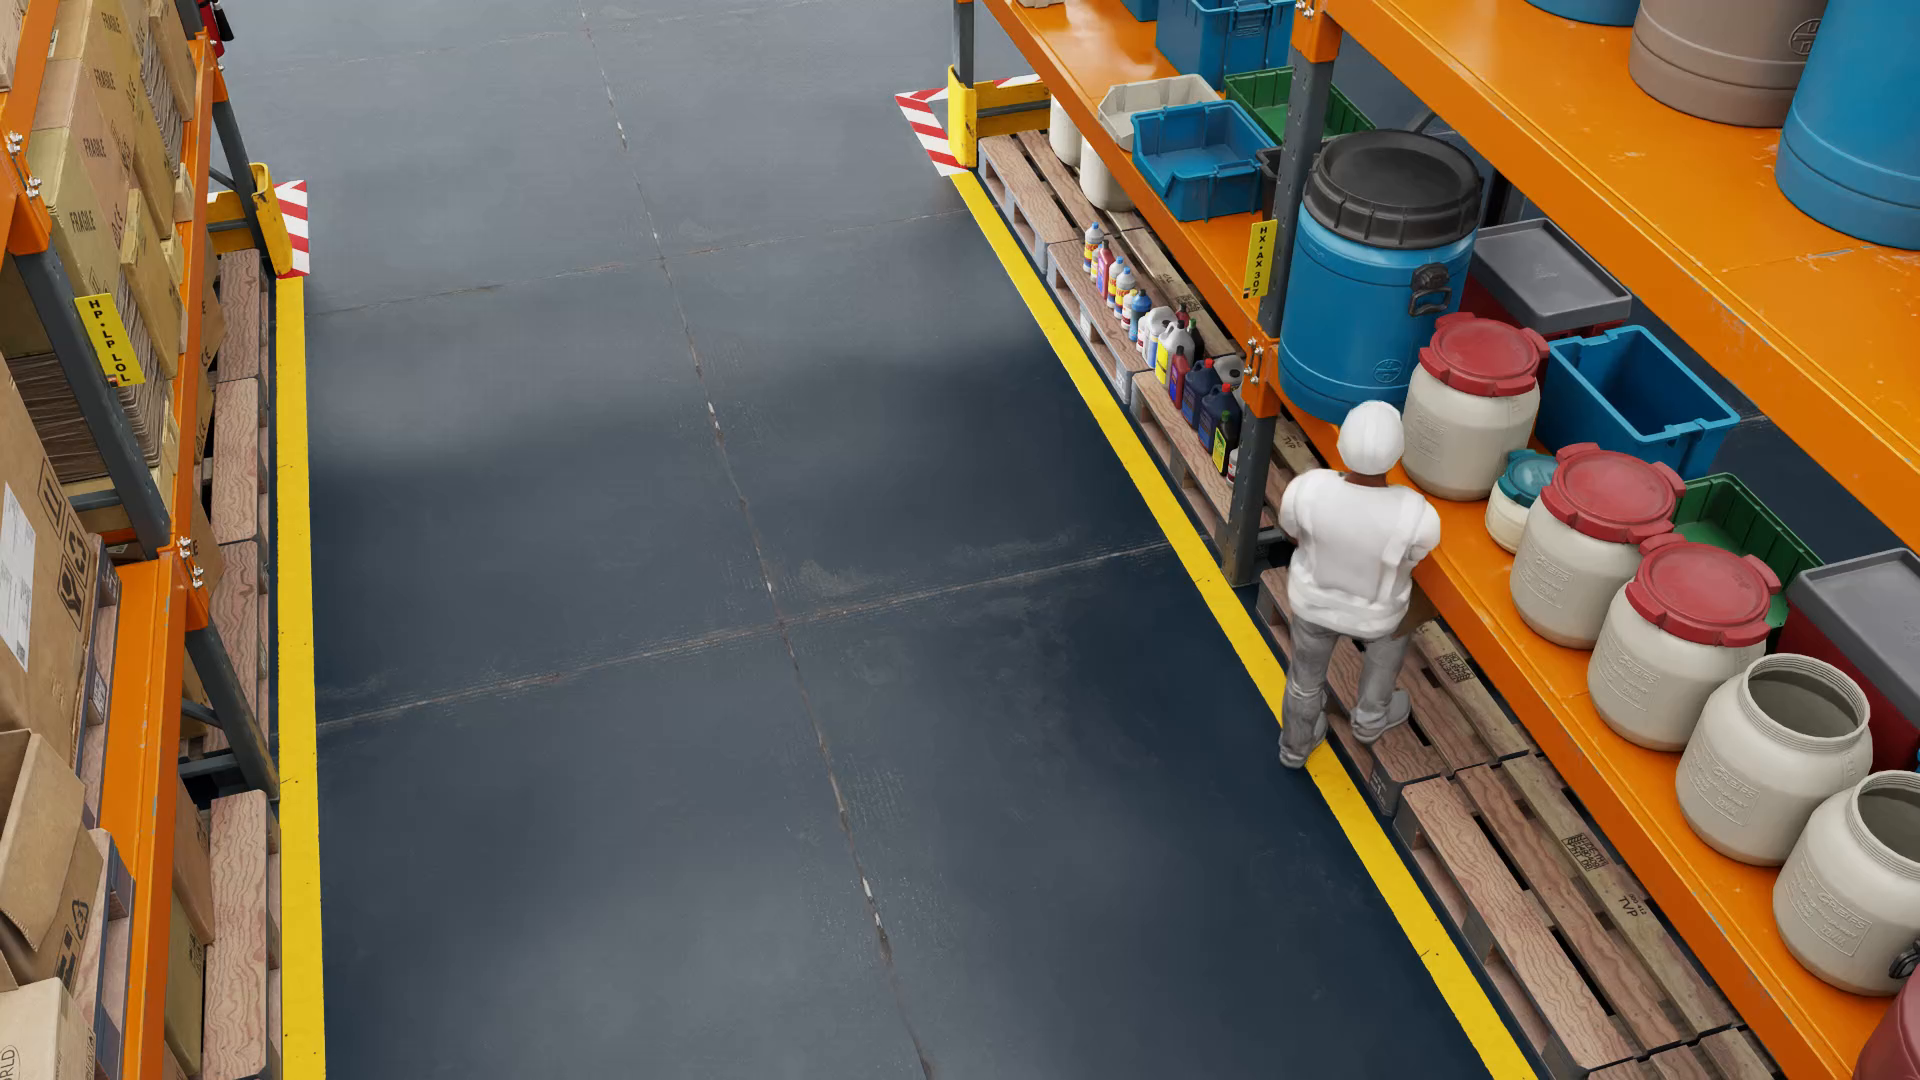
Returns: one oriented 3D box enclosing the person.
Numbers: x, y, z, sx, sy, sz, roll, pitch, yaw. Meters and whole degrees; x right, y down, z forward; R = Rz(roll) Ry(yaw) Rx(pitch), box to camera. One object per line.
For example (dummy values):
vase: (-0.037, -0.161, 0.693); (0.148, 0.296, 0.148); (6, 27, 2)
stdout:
person: (1.412, 0.165, 5.946); (0.584, 1.772, 0.581); (16, 44, 17)
